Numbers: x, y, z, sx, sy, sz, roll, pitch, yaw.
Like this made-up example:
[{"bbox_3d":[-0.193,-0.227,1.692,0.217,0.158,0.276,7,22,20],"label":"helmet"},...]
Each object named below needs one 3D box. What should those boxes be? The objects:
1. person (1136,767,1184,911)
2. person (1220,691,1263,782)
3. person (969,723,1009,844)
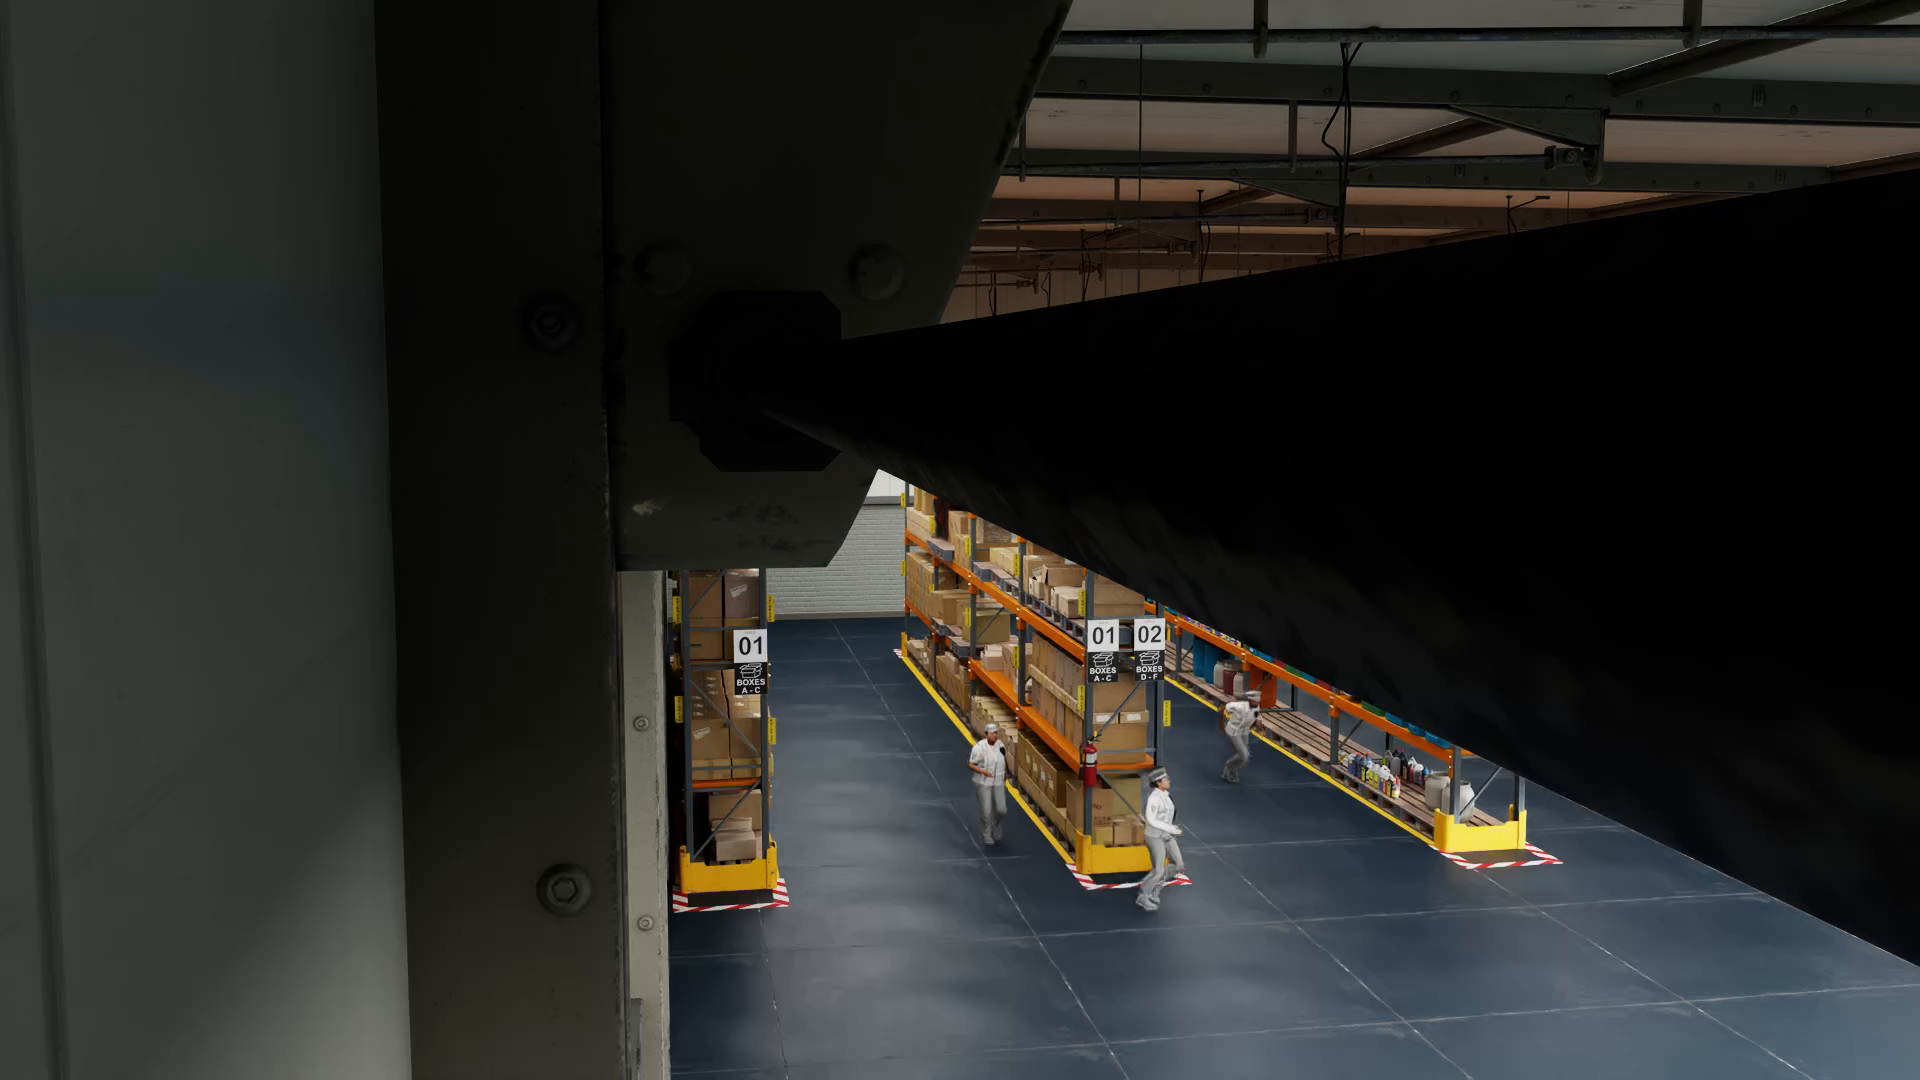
[{"bbox_3d":[2.374,3.484,19.511,0.546,1.670,0.627,3,7,26],"label":"person"},{"bbox_3d":[4.234,2.983,25.177,0.602,1.492,0.847,-4,7,-32],"label":"person"},{"bbox_3d":[0.411,3.236,22.012,0.584,1.633,0.573,-2,6,-20],"label":"person"}]
